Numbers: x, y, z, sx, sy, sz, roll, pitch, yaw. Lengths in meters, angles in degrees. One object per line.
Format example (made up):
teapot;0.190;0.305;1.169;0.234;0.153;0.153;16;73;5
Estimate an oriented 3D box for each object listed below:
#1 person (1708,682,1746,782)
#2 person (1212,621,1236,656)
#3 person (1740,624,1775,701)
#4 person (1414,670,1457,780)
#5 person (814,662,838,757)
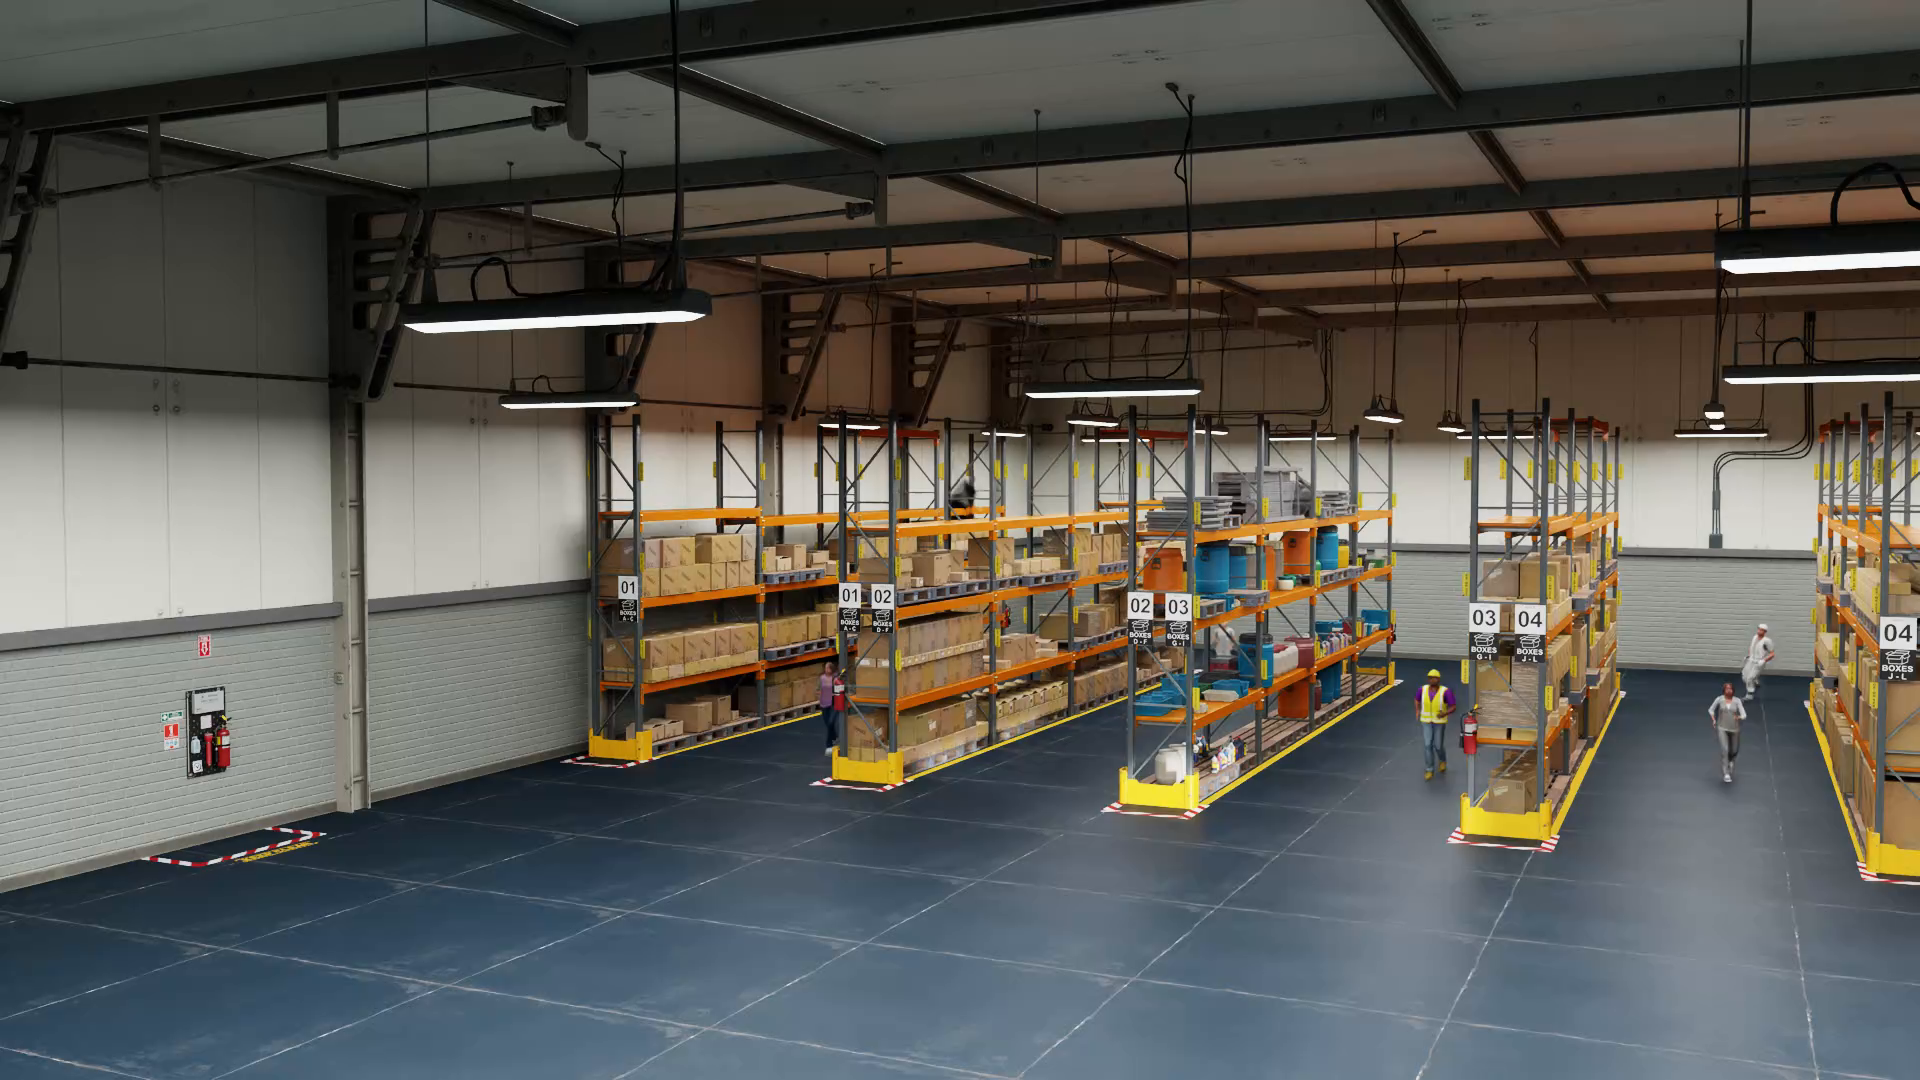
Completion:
person;12.466;3.096;27.016;0.547;1.570;0.822;1;2;18
person;6.094;2.592;38.463;0.545;1.645;0.602;1;2;13
person;17.300;2.668;36.044;0.557;1.703;0.710;-1;3;-21
person;7.771;3.000;27.254;0.706;1.767;0.826;1;3;28
person;-2.311;2.970;29.513;0.531;1.621;0.805;1;2;16
